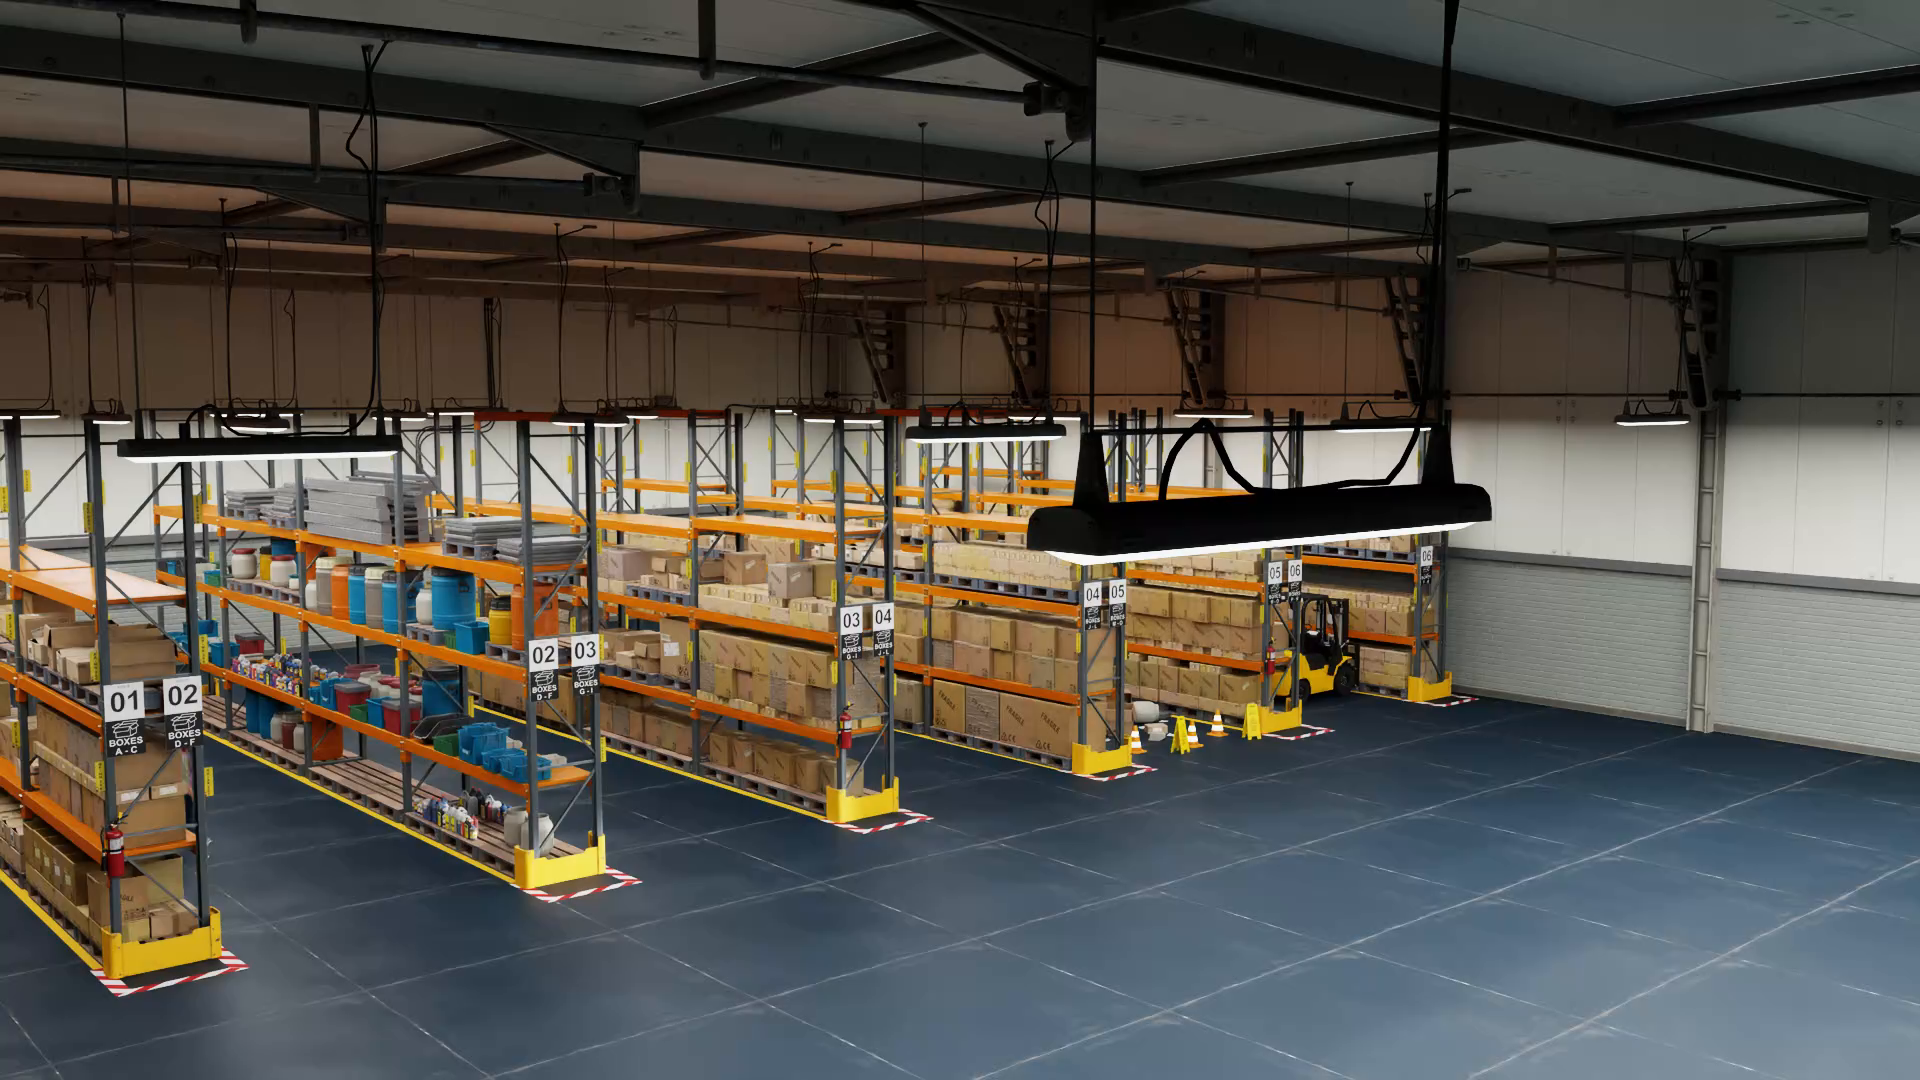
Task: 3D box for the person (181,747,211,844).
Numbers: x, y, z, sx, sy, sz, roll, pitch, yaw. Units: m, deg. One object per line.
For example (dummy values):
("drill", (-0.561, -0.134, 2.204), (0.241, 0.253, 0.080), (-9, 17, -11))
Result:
("person", (-10.789, 3.511, 23.135), (0.556, 1.588, 0.448), (-1, 5, -11))
